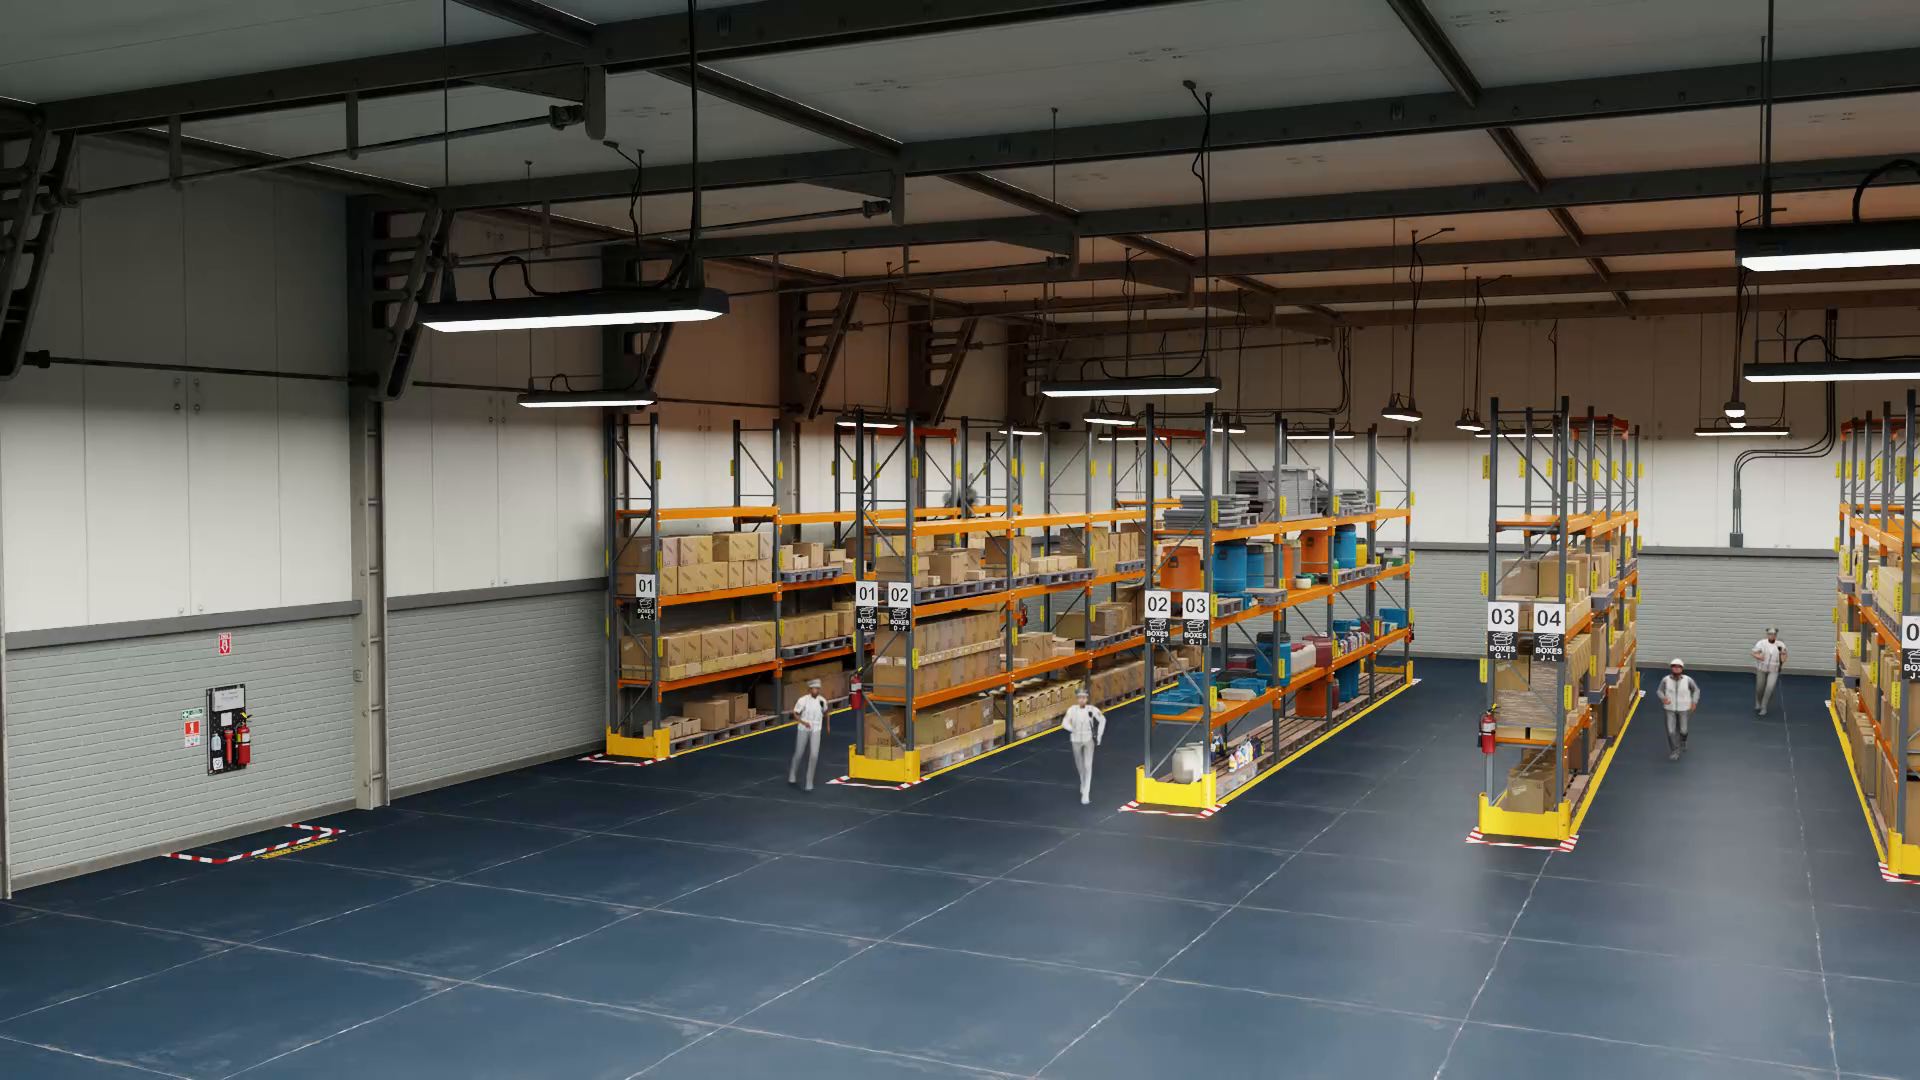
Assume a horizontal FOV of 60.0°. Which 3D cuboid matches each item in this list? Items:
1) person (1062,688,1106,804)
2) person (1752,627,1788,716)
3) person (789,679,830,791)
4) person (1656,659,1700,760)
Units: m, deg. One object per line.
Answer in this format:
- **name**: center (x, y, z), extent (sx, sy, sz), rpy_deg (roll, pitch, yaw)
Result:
- **person**: center (1.874, 3.097, 25.326), extent (0.649, 1.705, 0.893), rpy_deg (1, 2, 14)
- **person**: center (16.648, 2.690, 34.215), extent (0.664, 1.807, 0.871), rpy_deg (1, 3, 27)
- **person**: center (-2.346, 3.051, 26.286), extent (0.652, 1.709, 0.770), rpy_deg (-1, 3, -18)
- **person**: center (12.404, 2.928, 28.762), extent (0.698, 1.734, 0.591), rpy_deg (1, 3, 26)
